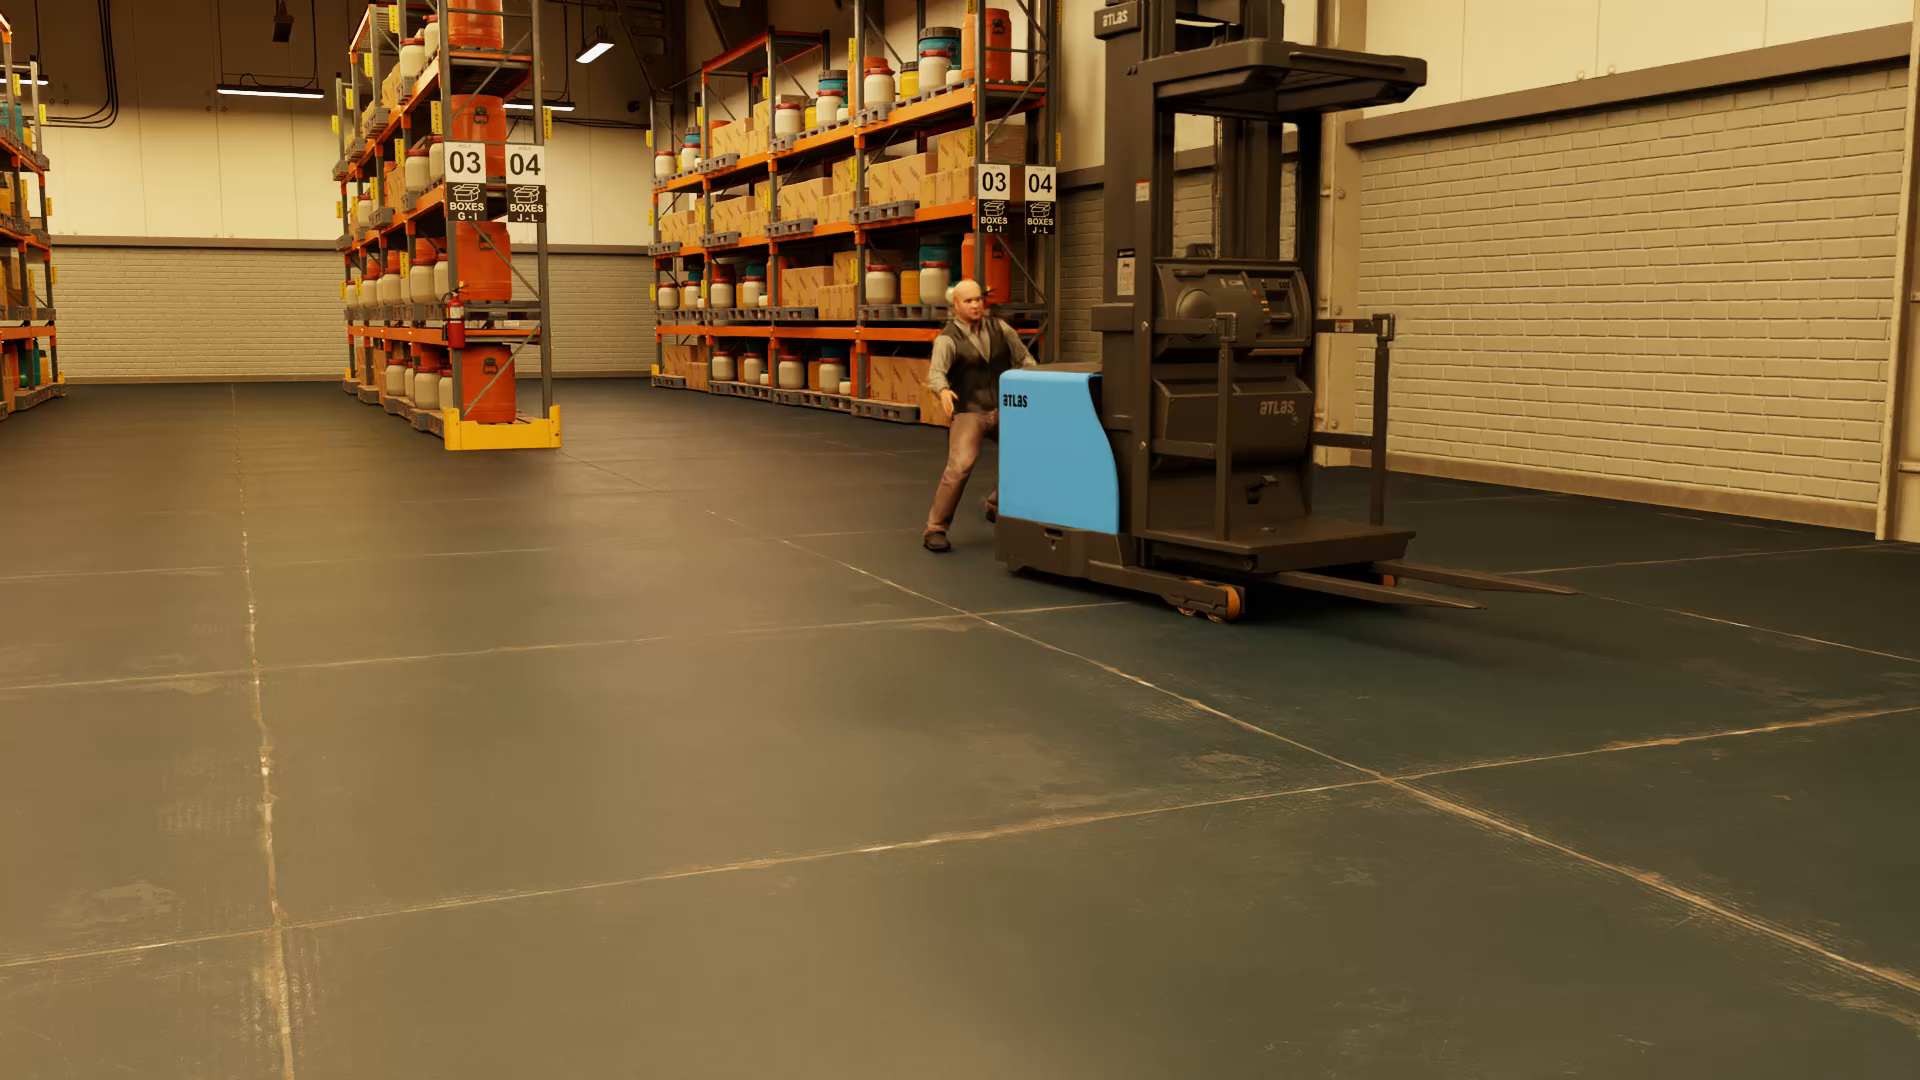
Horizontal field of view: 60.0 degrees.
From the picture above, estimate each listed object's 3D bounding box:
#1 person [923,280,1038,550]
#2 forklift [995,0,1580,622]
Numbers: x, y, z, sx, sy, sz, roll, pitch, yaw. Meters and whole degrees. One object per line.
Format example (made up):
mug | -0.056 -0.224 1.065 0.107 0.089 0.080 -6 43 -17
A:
person | 0.148 -0.749 9.844 0.840 1.571 0.696 -3 8 -22
forklift | 1.425 -1.158 7.721 1.130 2.935 3.031 -5 9 -34
